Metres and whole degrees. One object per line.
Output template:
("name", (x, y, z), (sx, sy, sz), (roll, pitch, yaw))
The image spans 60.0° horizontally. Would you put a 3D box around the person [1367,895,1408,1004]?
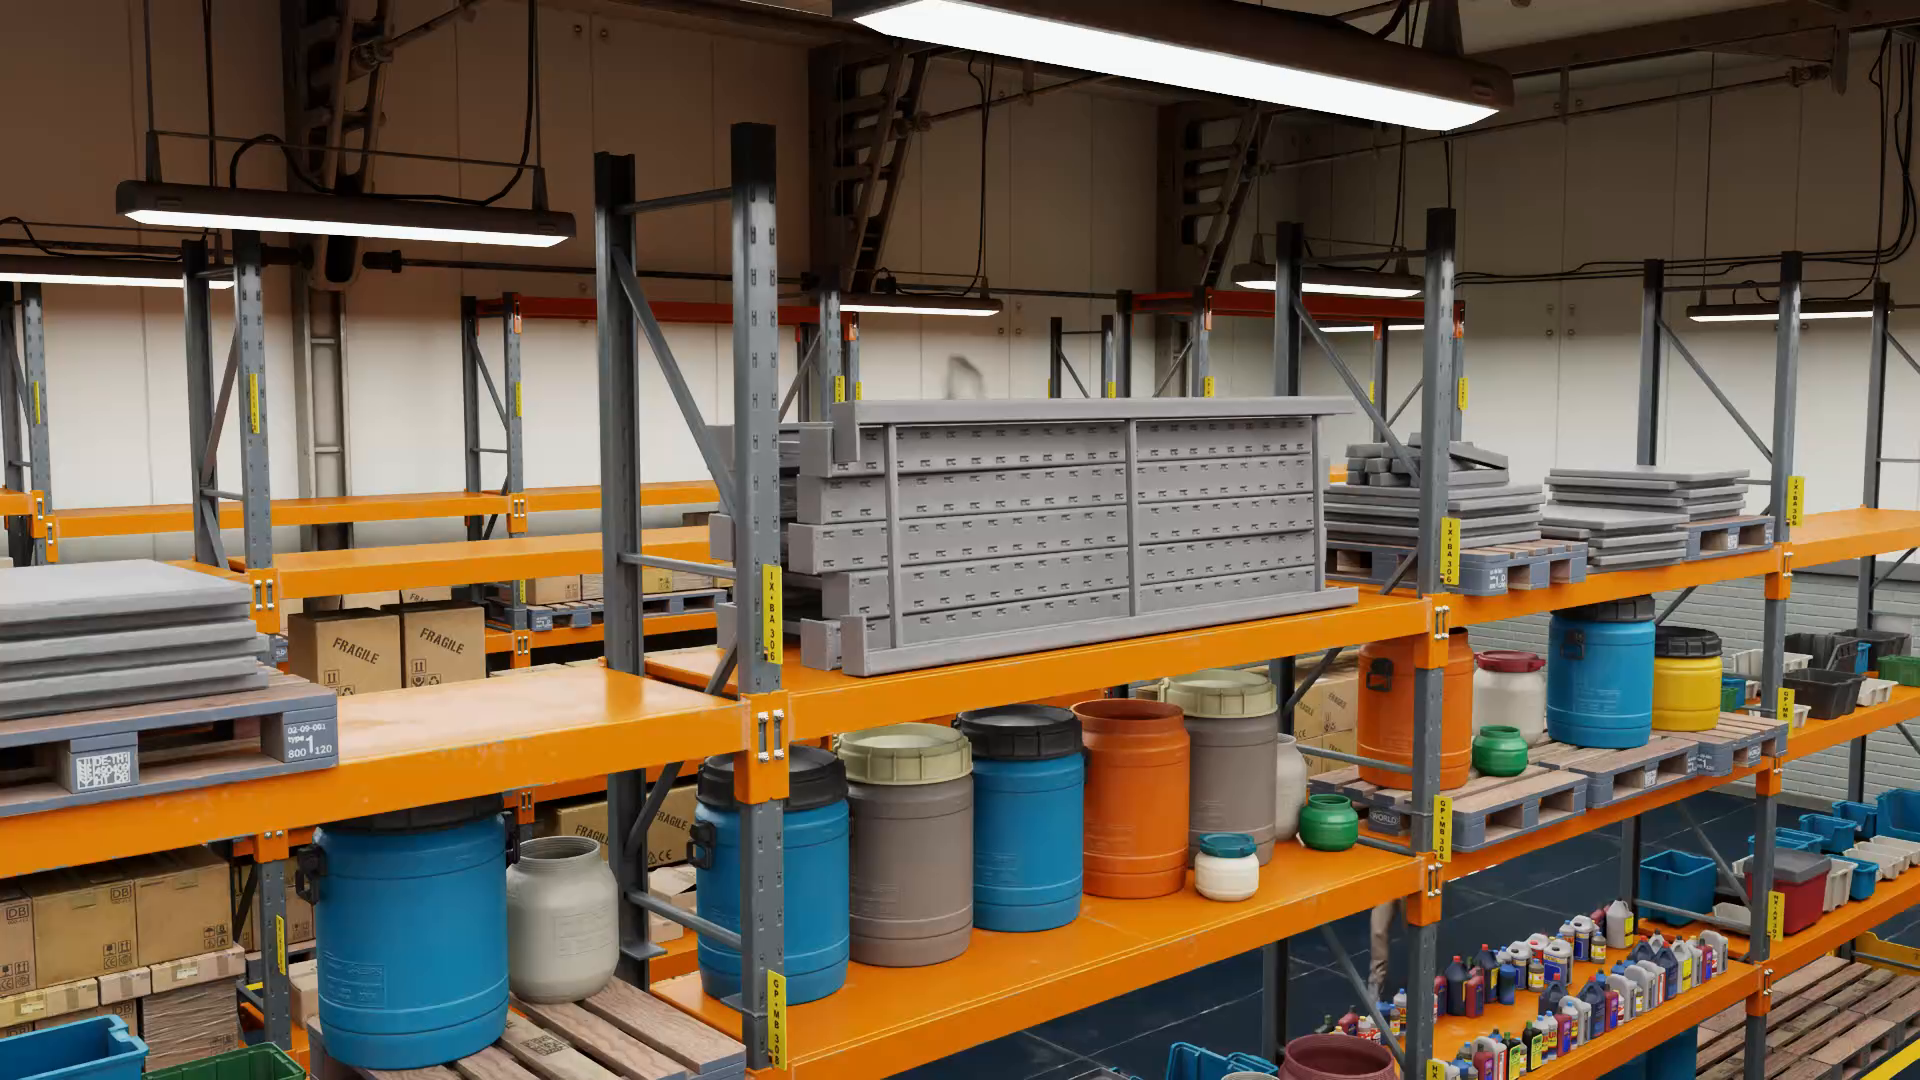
("person", (3.706, 2.962, 14.014), (0.658, 1.732, 0.972), (4, 7, 35))
